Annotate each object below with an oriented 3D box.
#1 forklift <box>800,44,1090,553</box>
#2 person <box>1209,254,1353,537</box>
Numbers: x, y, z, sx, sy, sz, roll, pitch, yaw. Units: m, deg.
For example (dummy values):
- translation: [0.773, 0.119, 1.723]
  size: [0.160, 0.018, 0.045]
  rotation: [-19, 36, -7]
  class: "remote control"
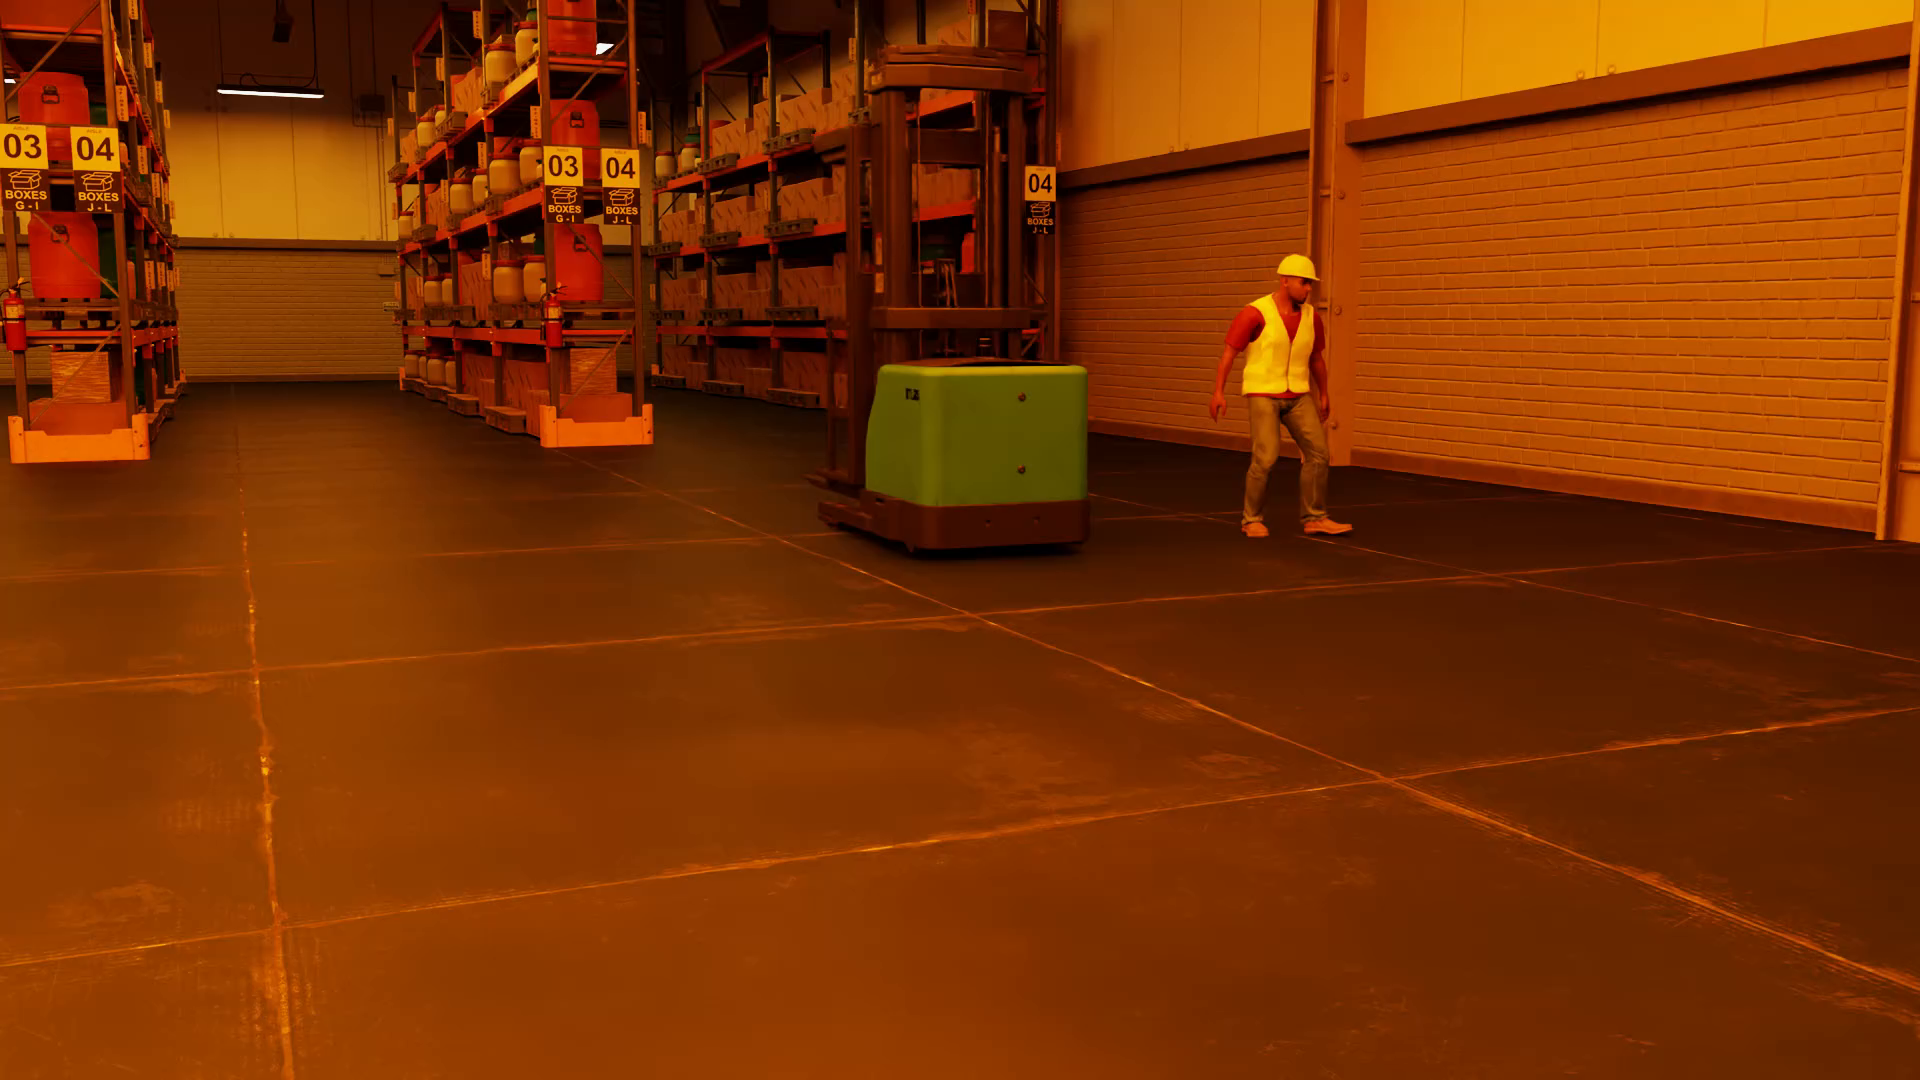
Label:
- translation: [-0.275, -1.534, 10.578]
  size: [1.130, 2.935, 3.031]
  rotation: [-3, 8, -22]
  class: "forklift"
- translation: [1.993, -0.883, 10.254]
  size: [0.876, 1.731, 0.461]
  rotation: [-3, 8, -19]
  class: "person"
